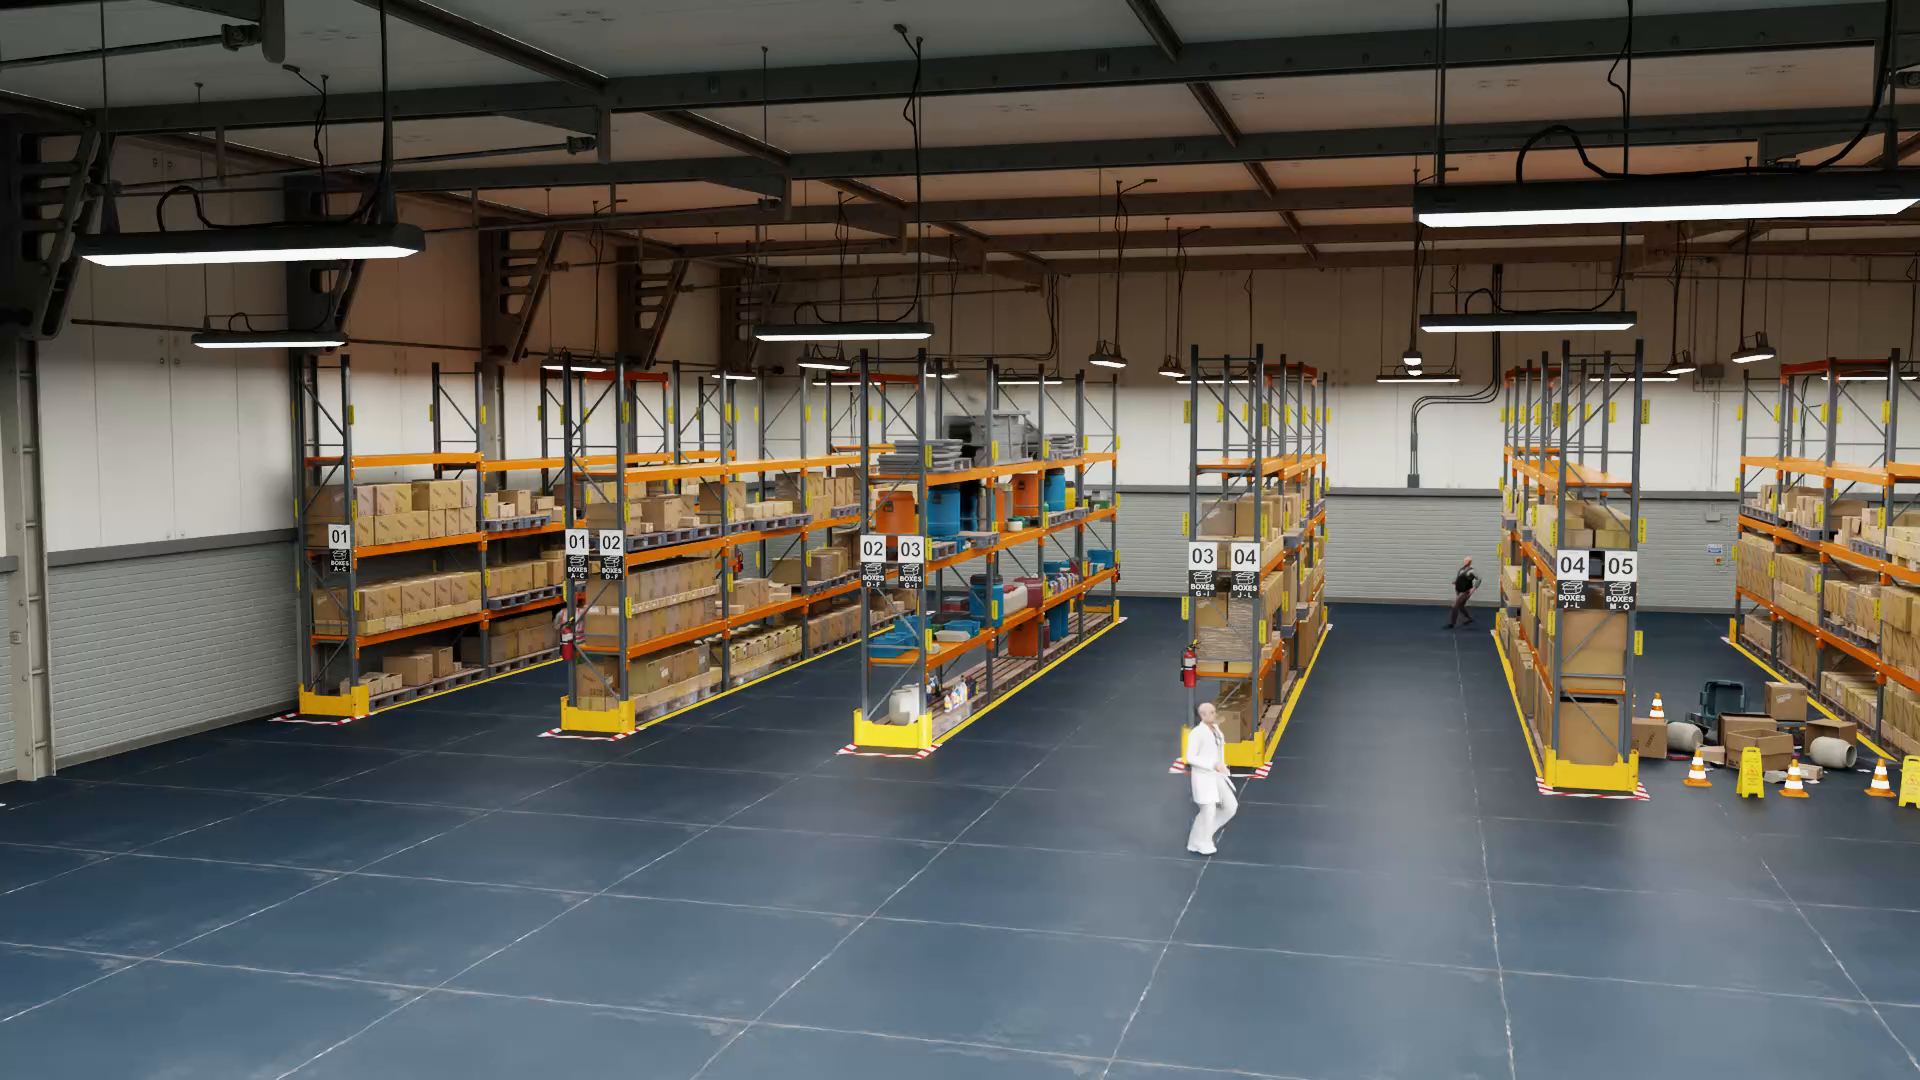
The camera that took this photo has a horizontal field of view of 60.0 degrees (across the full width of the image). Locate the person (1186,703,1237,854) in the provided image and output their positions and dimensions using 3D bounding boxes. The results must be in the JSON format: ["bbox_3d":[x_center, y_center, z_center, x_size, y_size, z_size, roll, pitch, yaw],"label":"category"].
[{"bbox_3d":[2.861,2.709,18.851,0.655,1.735,0.682,4,6,45],"label":"person"}]

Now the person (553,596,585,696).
[{"bbox_3d":[-6.942,1.851,29.700,0.644,1.806,0.915,1,4,8],"label":"person"}]

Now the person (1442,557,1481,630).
[{"bbox_3d":[11.740,1.244,38.833,0.845,1.719,0.710,-1,4,-9],"label":"person"}]
